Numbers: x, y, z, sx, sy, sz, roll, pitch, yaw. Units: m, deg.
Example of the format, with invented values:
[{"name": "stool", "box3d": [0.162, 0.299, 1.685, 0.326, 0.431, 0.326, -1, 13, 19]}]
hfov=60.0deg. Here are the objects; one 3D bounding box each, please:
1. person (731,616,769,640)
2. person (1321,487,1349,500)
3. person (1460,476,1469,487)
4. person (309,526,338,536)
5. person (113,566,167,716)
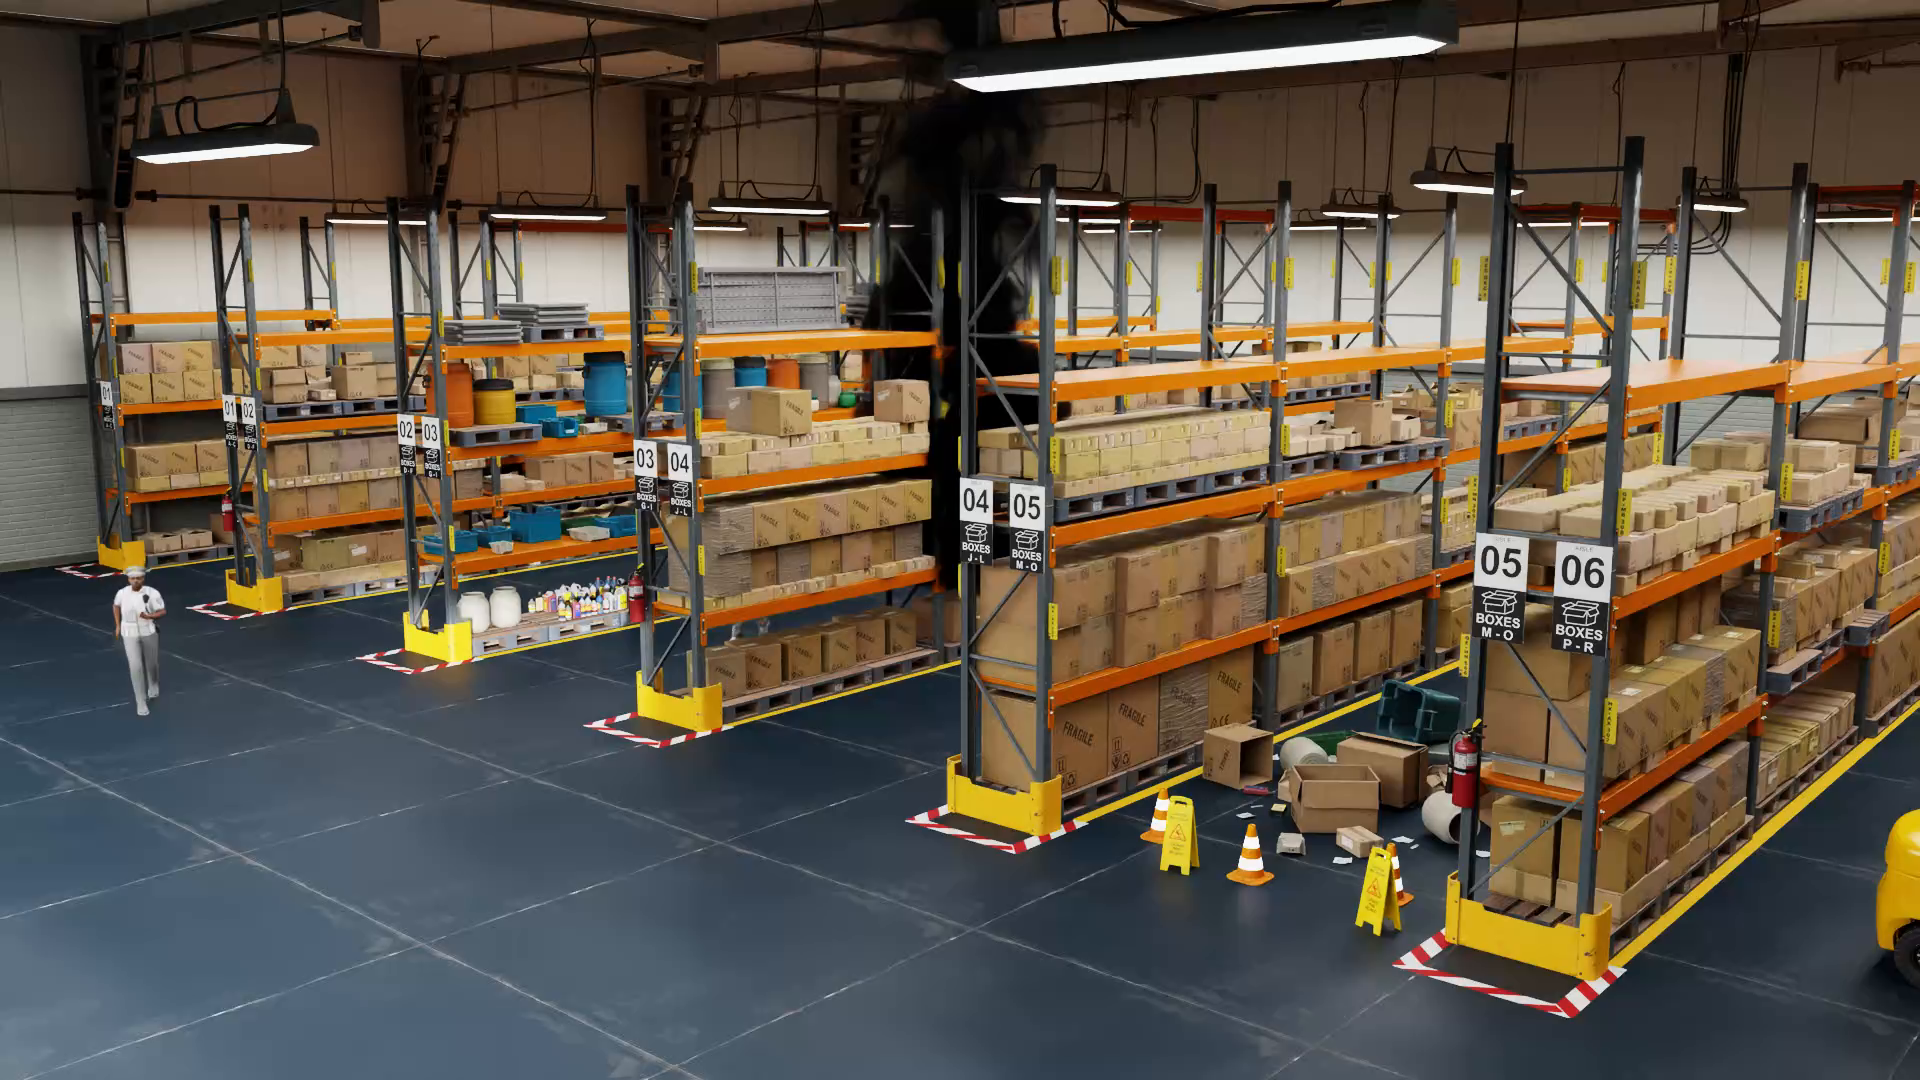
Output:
[{"name": "person", "box3d": [-2.777, 0.558, 21.433, 0.547, 1.562, 0.702, 7, 12, 37]}, {"name": "person", "box3d": [6.040, -0.127, 26.669, 0.633, 1.840, 0.795, 8, 12, 39]}, {"name": "person", "box3d": [8.272, -0.175, 27.069, 0.660, 1.767, 0.881, 9, 13, 44]}, {"name": "person", "box3d": [-10.486, -0.201, 27.532, 0.573, 1.711, 0.764, 6, 11, 32]}, {"name": "person", "box3d": [-9.521, 1.112, 19.344, 0.567, 1.697, 0.923, -4, 10, -23]}]
